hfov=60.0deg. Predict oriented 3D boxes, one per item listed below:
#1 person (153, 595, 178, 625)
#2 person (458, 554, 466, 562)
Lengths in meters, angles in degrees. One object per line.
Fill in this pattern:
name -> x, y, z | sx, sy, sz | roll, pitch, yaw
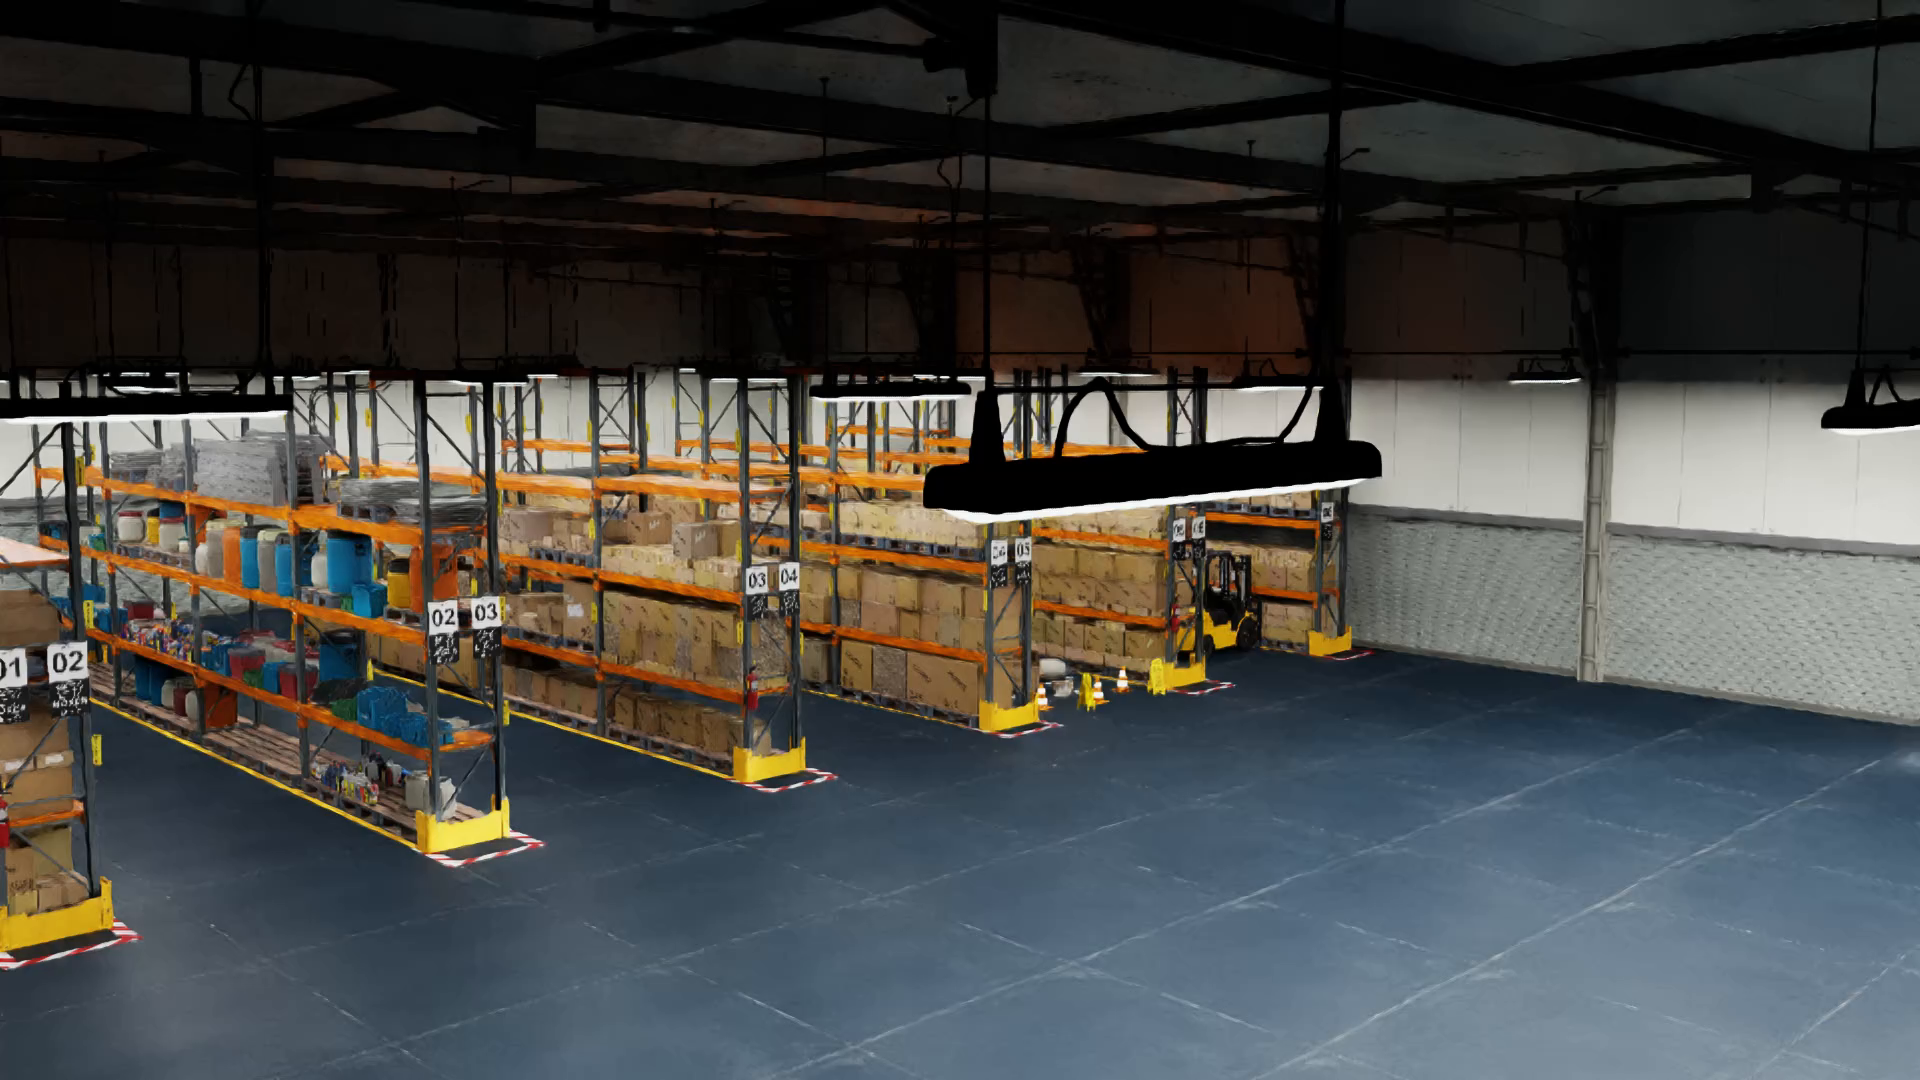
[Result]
person -> -14.947, 1.887, 31.449 | 0.645, 1.772, 0.464 | 3, 7, 25
person -> -11.520, 1.194, 38.684 | 0.529, 1.553, 0.478 | 1, 7, 12
